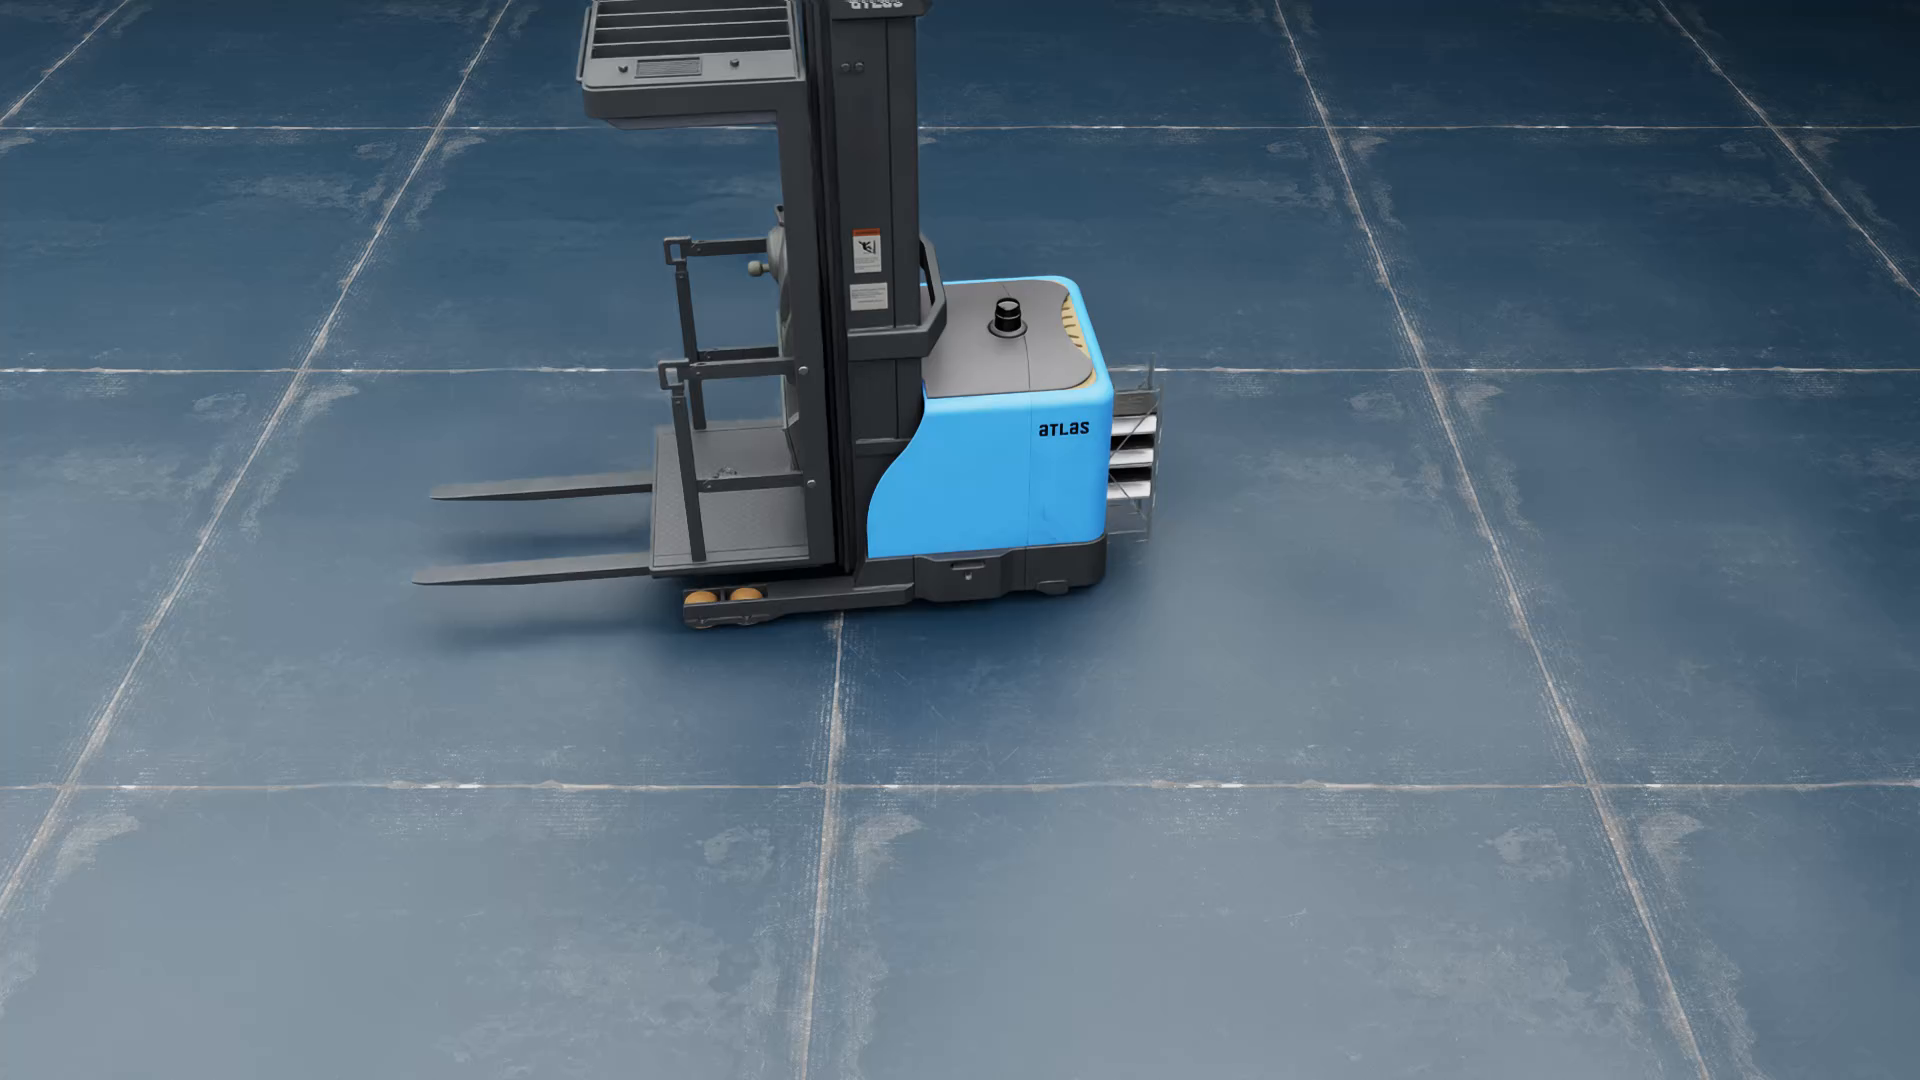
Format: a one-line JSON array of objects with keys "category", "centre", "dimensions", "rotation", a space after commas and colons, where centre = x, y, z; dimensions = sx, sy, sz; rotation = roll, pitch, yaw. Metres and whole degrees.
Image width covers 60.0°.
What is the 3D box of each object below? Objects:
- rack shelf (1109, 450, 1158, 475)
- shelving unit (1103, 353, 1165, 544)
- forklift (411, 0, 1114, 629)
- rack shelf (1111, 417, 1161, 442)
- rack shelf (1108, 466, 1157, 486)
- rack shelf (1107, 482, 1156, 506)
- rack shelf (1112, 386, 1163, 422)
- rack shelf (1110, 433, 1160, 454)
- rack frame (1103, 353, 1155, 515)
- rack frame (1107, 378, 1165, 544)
[{"category": "rack shelf", "centre": [0.754, -0.377, 7.554], "dimensions": [0.258, 0.077, 0.200], "rotation": [-4, 39, -5]}, {"category": "shelving unit", "centre": [0.754, -0.403, 7.533], "dimensions": [0.258, 0.900, 0.210], "rotation": [-4, 39, -5]}, {"category": "forklift", "centre": [-0.905, -1.107, 6.788], "dimensions": [3.031, 2.935, 1.130], "rotation": [-4, 39, -5]}, {"category": "rack shelf", "centre": [0.754, -0.518, 7.441], "dimensions": [0.258, 0.077, 0.200], "rotation": [-4, 39, -5]}, {"category": "rack shelf", "centre": [0.753, -0.307, 7.610], "dimensions": [0.258, 0.077, 0.200], "rotation": [-4, 39, -5]}, {"category": "rack shelf", "centre": [0.753, -0.237, 7.666], "dimensions": [0.258, 0.077, 0.200], "rotation": [-4, 39, -5]}, {"category": "rack shelf", "centre": [0.754, -0.588, 7.385], "dimensions": [0.258, 0.077, 0.200], "rotation": [-4, 39, -5]}, {"category": "rack shelf", "centre": [0.754, -0.447, 7.498], "dimensions": [0.258, 0.077, 0.200], "rotation": [-4, 39, -5]}, {"category": "rack frame", "centre": [0.742, -0.466, 7.612], "dimensions": [0.240, 0.900, 0.006], "rotation": [-4, 39, -5]}, {"category": "rack frame", "centre": [0.766, -0.340, 7.454], "dimensions": [0.240, 0.900, 0.006], "rotation": [-4, 39, -5]}]
